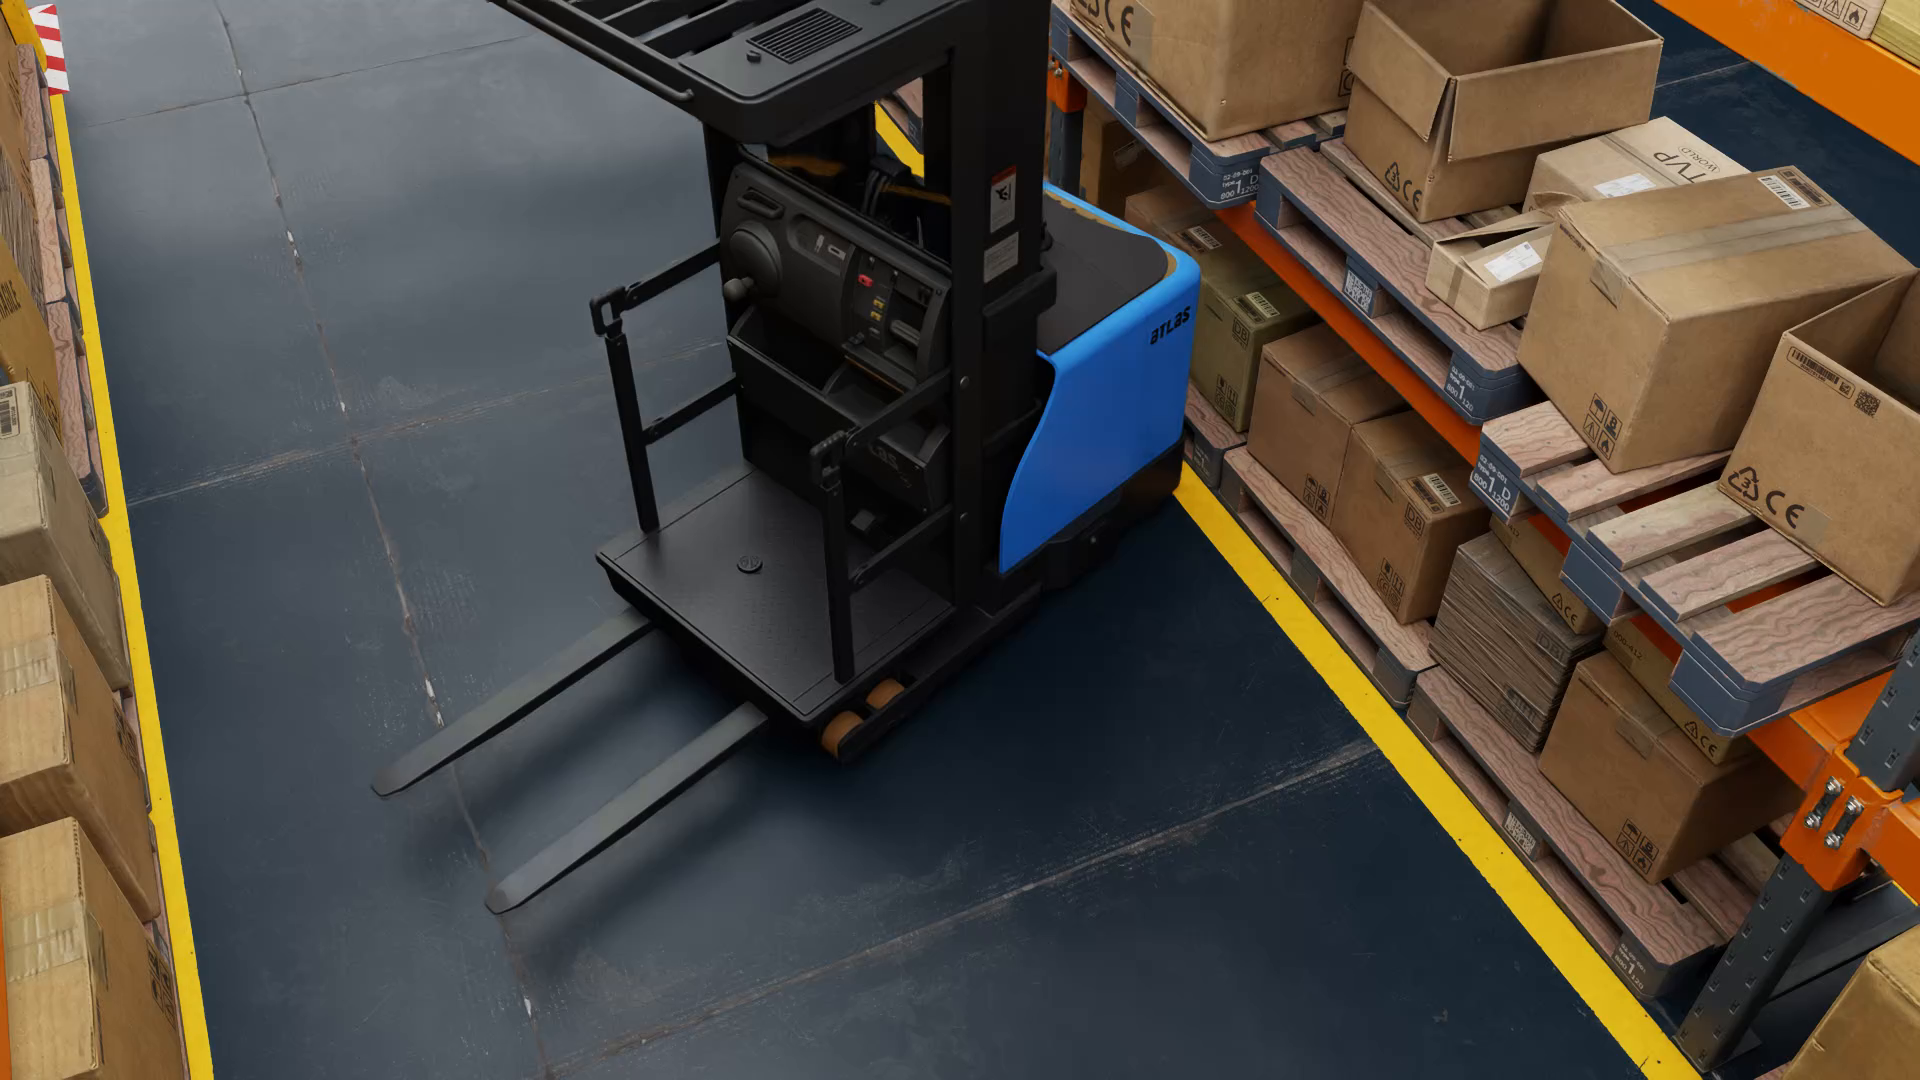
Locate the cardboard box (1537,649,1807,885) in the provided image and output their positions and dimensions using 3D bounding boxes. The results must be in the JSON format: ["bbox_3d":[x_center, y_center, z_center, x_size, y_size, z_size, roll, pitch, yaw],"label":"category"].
[{"bbox_3d":[2.228,0.575,4.998,0.700,0.500,0.500,-20,48,-19],"label":"cardboard box"}]

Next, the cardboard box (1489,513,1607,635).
[{"bbox_3d":[1.987,-0.024,5.071,0.500,0.250,0.500,-13,46,-13],"label":"cardboard box"}]

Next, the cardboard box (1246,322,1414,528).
[{"bbox_3d":[1.504,-0.489,6.077,0.700,0.500,0.500,-22,49,-21],"label":"cardboard box"}]

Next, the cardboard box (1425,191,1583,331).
[{"bbox_3d":[1.582,-0.822,4.744,0.396,0.266,0.258,-19,48,-19],"label":"cardboard box"}]

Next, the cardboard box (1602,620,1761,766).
[{"bbox_3d":[2.219,0.311,4.732,0.500,0.250,0.500,-16,47,-16],"label":"cardboard box"}]

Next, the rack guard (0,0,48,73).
[{"bbox_3d":[-5.389,-2.560,8.489,1.175,0.500,0.348,-18,47,-17],"label":"rack guard"}]

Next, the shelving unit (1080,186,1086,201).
[{"bbox_3d":[0.321,-1.013,6.635,0.258,0.900,0.210,29,51,26],"label":"shelving unit"}]

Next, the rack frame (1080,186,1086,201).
[{"bbox_3d":[0.383,-1.069,6.692,0.240,0.900,0.006,29,51,26],"label":"rack frame"}]

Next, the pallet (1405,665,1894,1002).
[{"bbox_3d":[2.201,0.757,5.332,1.003,0.211,1.213,-18,47,-17],"label":"pallet"}]

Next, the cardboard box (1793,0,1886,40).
[{"bbox_3d":[1.885,-1.294,3.397,0.500,0.250,0.500,-18,47,-18],"label":"cardboard box"}]

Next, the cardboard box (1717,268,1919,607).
[{"bbox_3d":[2.265,-0.254,4.002,0.500,0.500,0.500,-24,49,-22],"label":"cardboard box"}]

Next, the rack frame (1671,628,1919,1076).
[{"bbox_3d":[2.528,0.263,3.848,1.000,3.000,0.127,-18,47,-17],"label":"rack frame"}]

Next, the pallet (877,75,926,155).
[{"bbox_3d":[0.015,-2.490,8.623,1.003,0.211,1.213,-18,47,-17],"label":"pallet"}]

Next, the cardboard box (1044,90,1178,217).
[{"bbox_3d":[0.714,-1.812,7.432,0.500,0.500,0.500,-19,48,-19],"label":"cardboard box"}]

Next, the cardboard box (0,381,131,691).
[{"bbox_3d":[-3.354,0.135,5.281,1.050,0.750,0.750,-18,47,-18],"label":"cardboard box"}]

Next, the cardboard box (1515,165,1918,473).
[{"bbox_3d":[1.939,-0.581,4.333,0.700,0.500,0.500,-12,46,-12],"label":"cardboard box"}]

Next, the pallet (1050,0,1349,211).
[{"bbox_3d":[1.036,-1.688,5.961,1.003,0.211,1.213,-18,47,-17],"label":"pallet"}]

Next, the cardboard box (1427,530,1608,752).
[{"bbox_3d":[1.983,0.225,5.352,0.700,0.500,0.500,-22,49,-21],"label":"cardboard box"}]

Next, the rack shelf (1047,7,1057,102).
[{"bbox_3d":[0.005,-3.304,7.976,1.077,0.370,4.000,-18,47,-17],"label":"rack shelf"}]

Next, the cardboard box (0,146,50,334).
[{"bbox_3d":[-4.280,-1.274,6.619,0.875,0.875,0.875,-18,47,-17],"label":"cardboard box"}]

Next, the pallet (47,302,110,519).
[{"bbox_3d":[-3.945,-0.401,6.506,1.003,0.211,1.213,-18,47,-17],"label":"pallet"}]

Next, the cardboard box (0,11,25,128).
[{"bbox_3d":[-5.033,-2.415,7.776,0.875,0.875,0.875,-18,47,-17],"label":"cardboard box"}]

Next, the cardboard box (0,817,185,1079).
[{"bbox_3d":[-2.560,1.344,4.055,1.050,0.750,0.750,-17,47,-17],"label":"cardboard box"}]

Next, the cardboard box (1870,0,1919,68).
[{"bbox_3d":[2.106,-0.982,3.081,0.500,0.250,0.500,-18,47,-17],"label":"cardboard box"}]

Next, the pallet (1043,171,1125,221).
[{"bbox_3d":[0.532,-1.711,7.834,1.003,0.211,1.213,-18,47,-17],"label":"pallet"}]

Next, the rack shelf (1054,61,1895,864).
[{"bbox_3d":[1.687,-0.755,5.392,1.077,0.370,4.000,-18,47,-17],"label":"rack shelf"}]

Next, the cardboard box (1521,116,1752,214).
[{"bbox_3d":[2.032,-0.969,4.904,0.500,0.250,0.500,-19,48,-19],"label":"cardboard box"}]

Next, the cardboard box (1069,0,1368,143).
[{"bbox_3d":[1.053,-2.101,5.518,1.000,1.000,1.000,-18,47,-17],"label":"cardboard box"}]

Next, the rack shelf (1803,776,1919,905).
[{"bbox_3d":[3.369,1.794,2.809,1.077,0.370,4.000,-18,47,-17],"label":"rack shelf"}]

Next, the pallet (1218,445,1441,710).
[{"bbox_3d":[1.692,-0.019,6.119,1.003,0.211,1.213,-18,47,-17],"label":"pallet"}]

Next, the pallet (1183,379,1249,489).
[{"bbox_3d":[1.175,-0.798,6.908,1.003,0.211,1.213,-18,47,-17],"label":"pallet"}]

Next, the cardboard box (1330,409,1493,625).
[{"bbox_3d":[1.739,-0.134,5.716,0.700,0.500,0.500,-14,46,-14],"label":"cardboard box"}]

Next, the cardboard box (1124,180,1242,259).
[{"bbox_3d":[1.085,-1.155,6.752,0.700,0.500,0.500,-22,49,-20],"label":"cardboard box"}]

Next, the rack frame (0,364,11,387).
[{"bbox_3d":[-3.697,-0.886,5.012,1.000,3.000,0.127,-18,47,-17],"label":"rack frame"}]

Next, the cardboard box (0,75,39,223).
[{"bbox_3d":[-4.661,-1.855,7.208,0.875,0.875,0.875,-19,48,-18],"label":"cardboard box"}]

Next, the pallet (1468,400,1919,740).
[{"bbox_3d":[2.132,-0.091,4.344,1.213,0.211,1.003,-18,47,-17],"label":"pallet"}]

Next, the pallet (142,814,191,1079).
[{"bbox_3d":[-2.787,1.355,4.726,1.003,0.211,1.213,-18,47,-17],"label":"pallet"}]

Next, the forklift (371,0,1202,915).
[{"bbox_3d":[-0.539,-0.723,4.896,1.130,2.935,3.031,34,54,30],"label":"forklift"}]

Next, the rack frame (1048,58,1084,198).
[{"bbox_3d":[0.846,-2.286,6.431,1.000,3.000,0.127,-18,47,-17],"label":"rack frame"}]

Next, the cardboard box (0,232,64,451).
[{"bbox_3d":[-3.897,-0.700,6.038,0.875,0.875,0.875,-17,47,-17],"label":"cardboard box"}]

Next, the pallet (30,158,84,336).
[{"bbox_3d":[-4.462,-1.179,7.295,1.003,0.211,1.213,-18,47,-17],"label":"pallet"}]

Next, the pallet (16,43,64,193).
[{"bbox_3d":[-4.971,-1.956,8.082,1.003,0.211,1.213,-18,47,-17],"label":"pallet"}]

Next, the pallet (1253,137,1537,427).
[{"bbox_3d":[1.659,-0.918,5.181,1.003,0.211,1.213,-18,47,-17],"label":"pallet"}]

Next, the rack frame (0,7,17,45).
[{"bbox_3d":[-5.378,-3.435,7.595,1.000,3.000,0.127,-18,47,-17],"label":"rack frame"}]

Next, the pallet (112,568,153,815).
[{"bbox_3d":[-3.304,0.576,5.516,1.003,0.211,1.213,-18,47,-17],"label":"pallet"}]

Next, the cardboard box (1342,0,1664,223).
[{"bbox_3d":[1.659,-1.395,5.155,0.797,0.503,0.637,-14,46,-13],"label":"cardboard box"}]

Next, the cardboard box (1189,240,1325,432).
[{"bbox_3d":[1.268,-0.846,6.438,0.700,0.500,0.500,-18,47,-18],"label":"cardboard box"}]

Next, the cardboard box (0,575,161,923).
[{"bbox_3d":[-2.952,0.751,4.656,1.050,0.750,0.750,-18,47,-17],"label":"cardboard box"}]

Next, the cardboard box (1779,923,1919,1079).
[{"bbox_3d":[2.799,1.316,3.995,1.225,0.875,0.875,-20,48,-19],"label":"cardboard box"}]
